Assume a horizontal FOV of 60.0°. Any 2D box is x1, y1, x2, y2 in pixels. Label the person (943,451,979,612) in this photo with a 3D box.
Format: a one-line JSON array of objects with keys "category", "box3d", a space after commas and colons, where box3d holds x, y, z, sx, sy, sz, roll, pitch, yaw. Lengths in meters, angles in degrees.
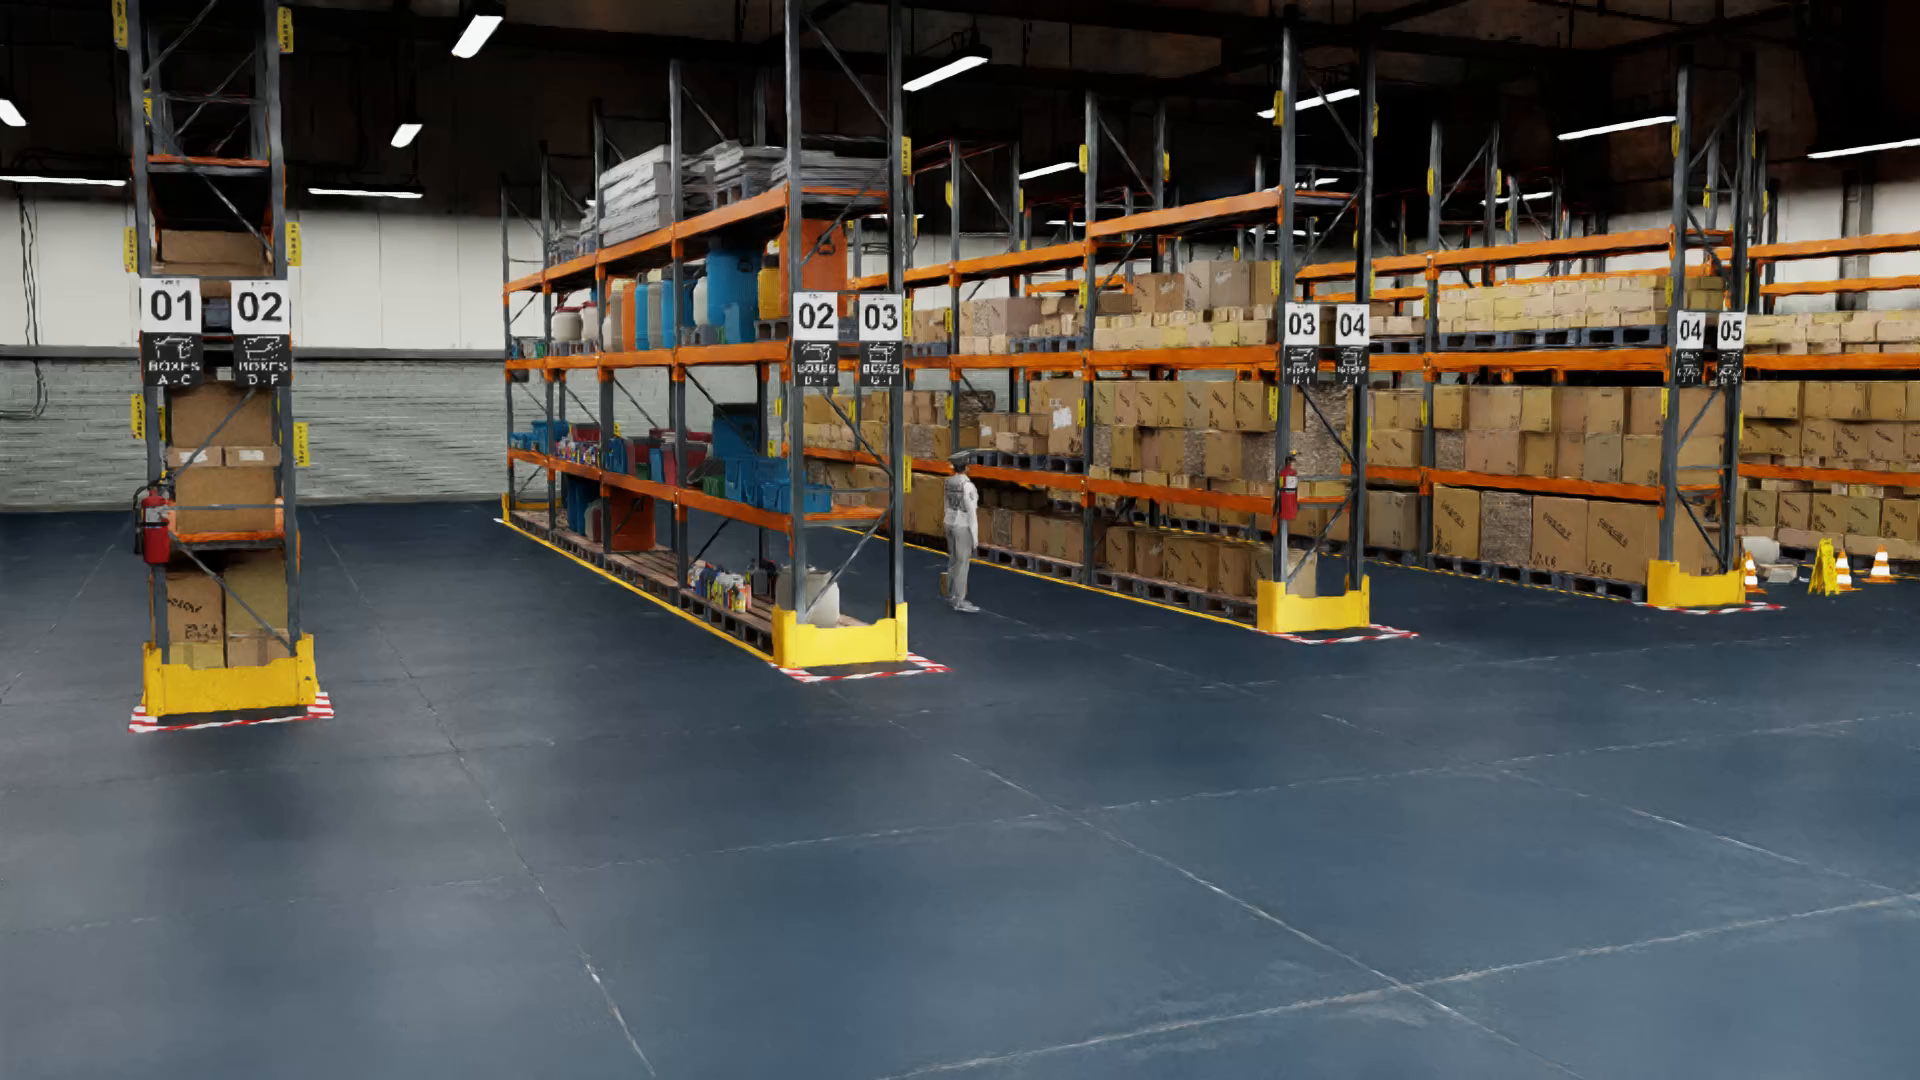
[{"category": "person", "box3d": [0.018, -0.099, 17.710, 0.344, 1.687, 0.545, -3, 6, -32]}]
